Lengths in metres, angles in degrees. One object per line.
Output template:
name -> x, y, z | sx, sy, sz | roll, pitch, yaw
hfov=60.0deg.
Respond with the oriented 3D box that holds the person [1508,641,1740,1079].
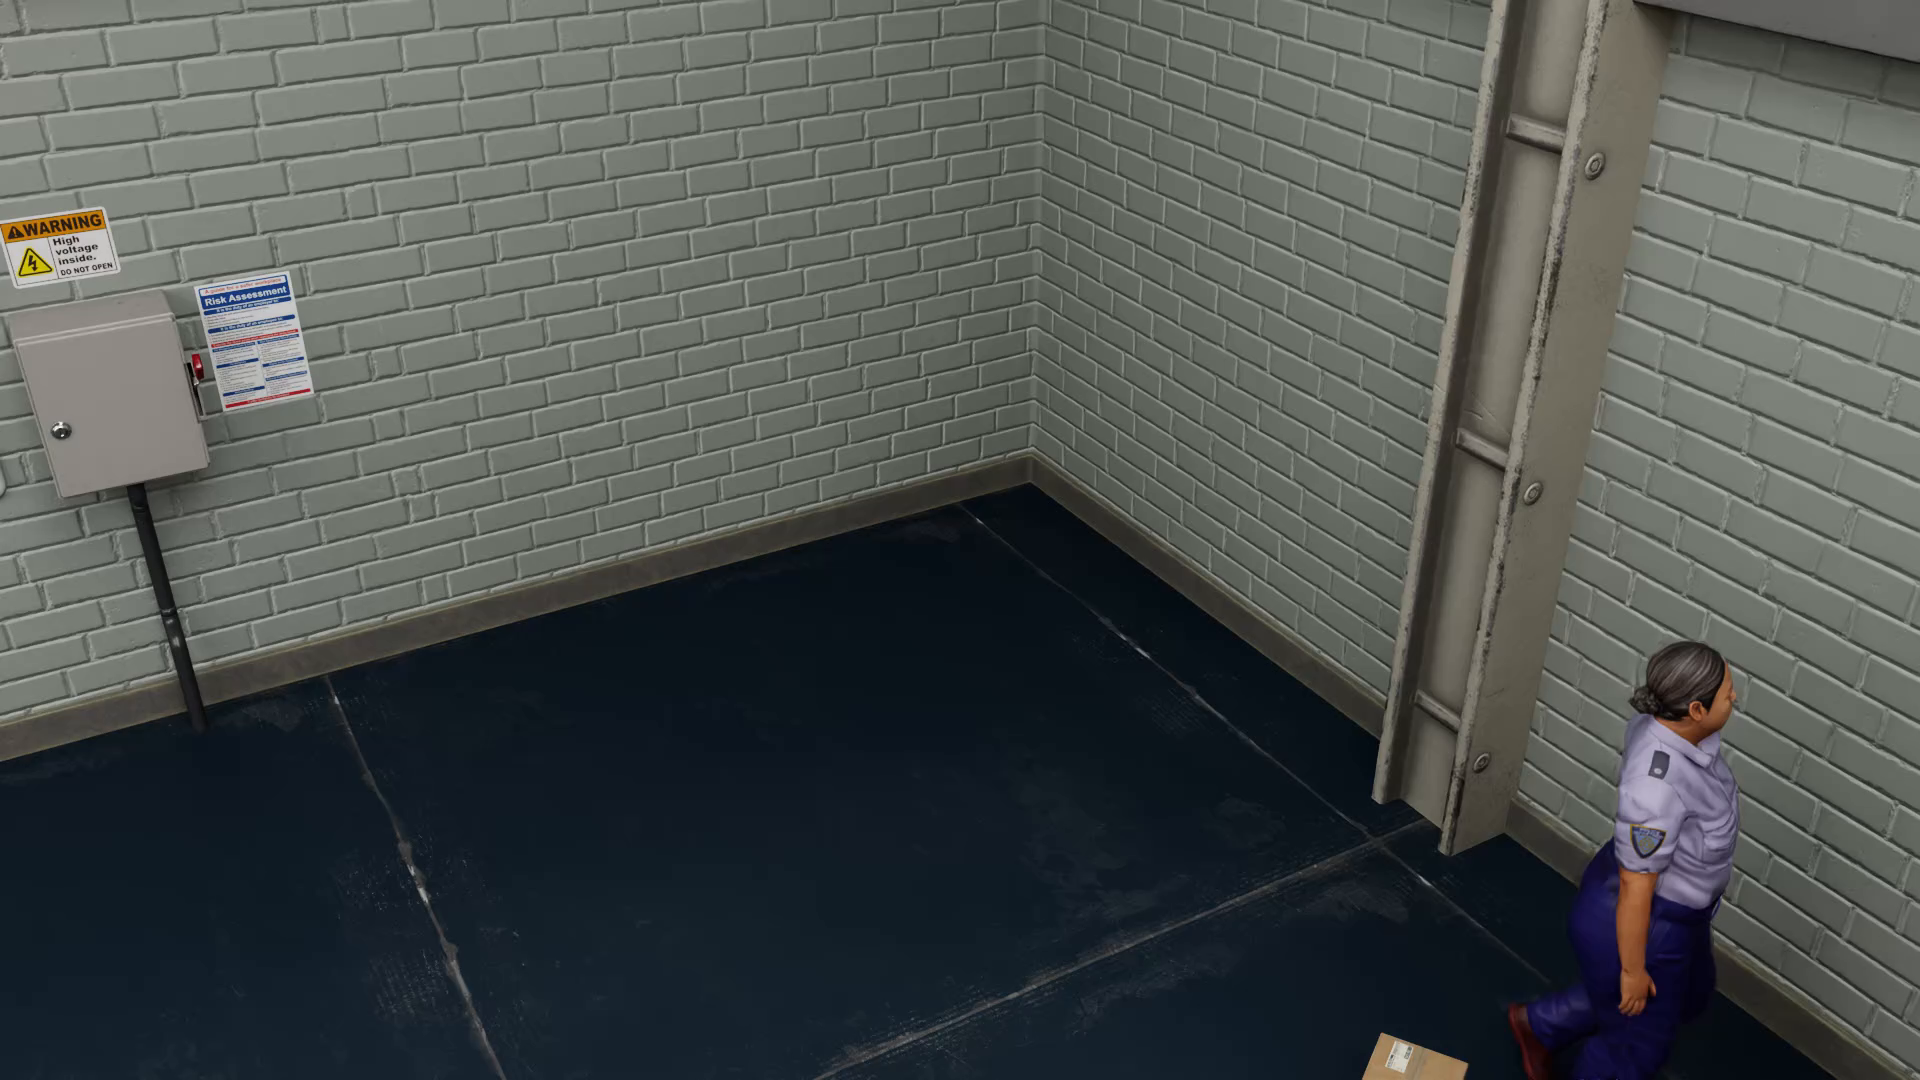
person -> 1.757, 0.972, 4.358 | 0.499, 1.633, 0.507 | 14, 32, 24
